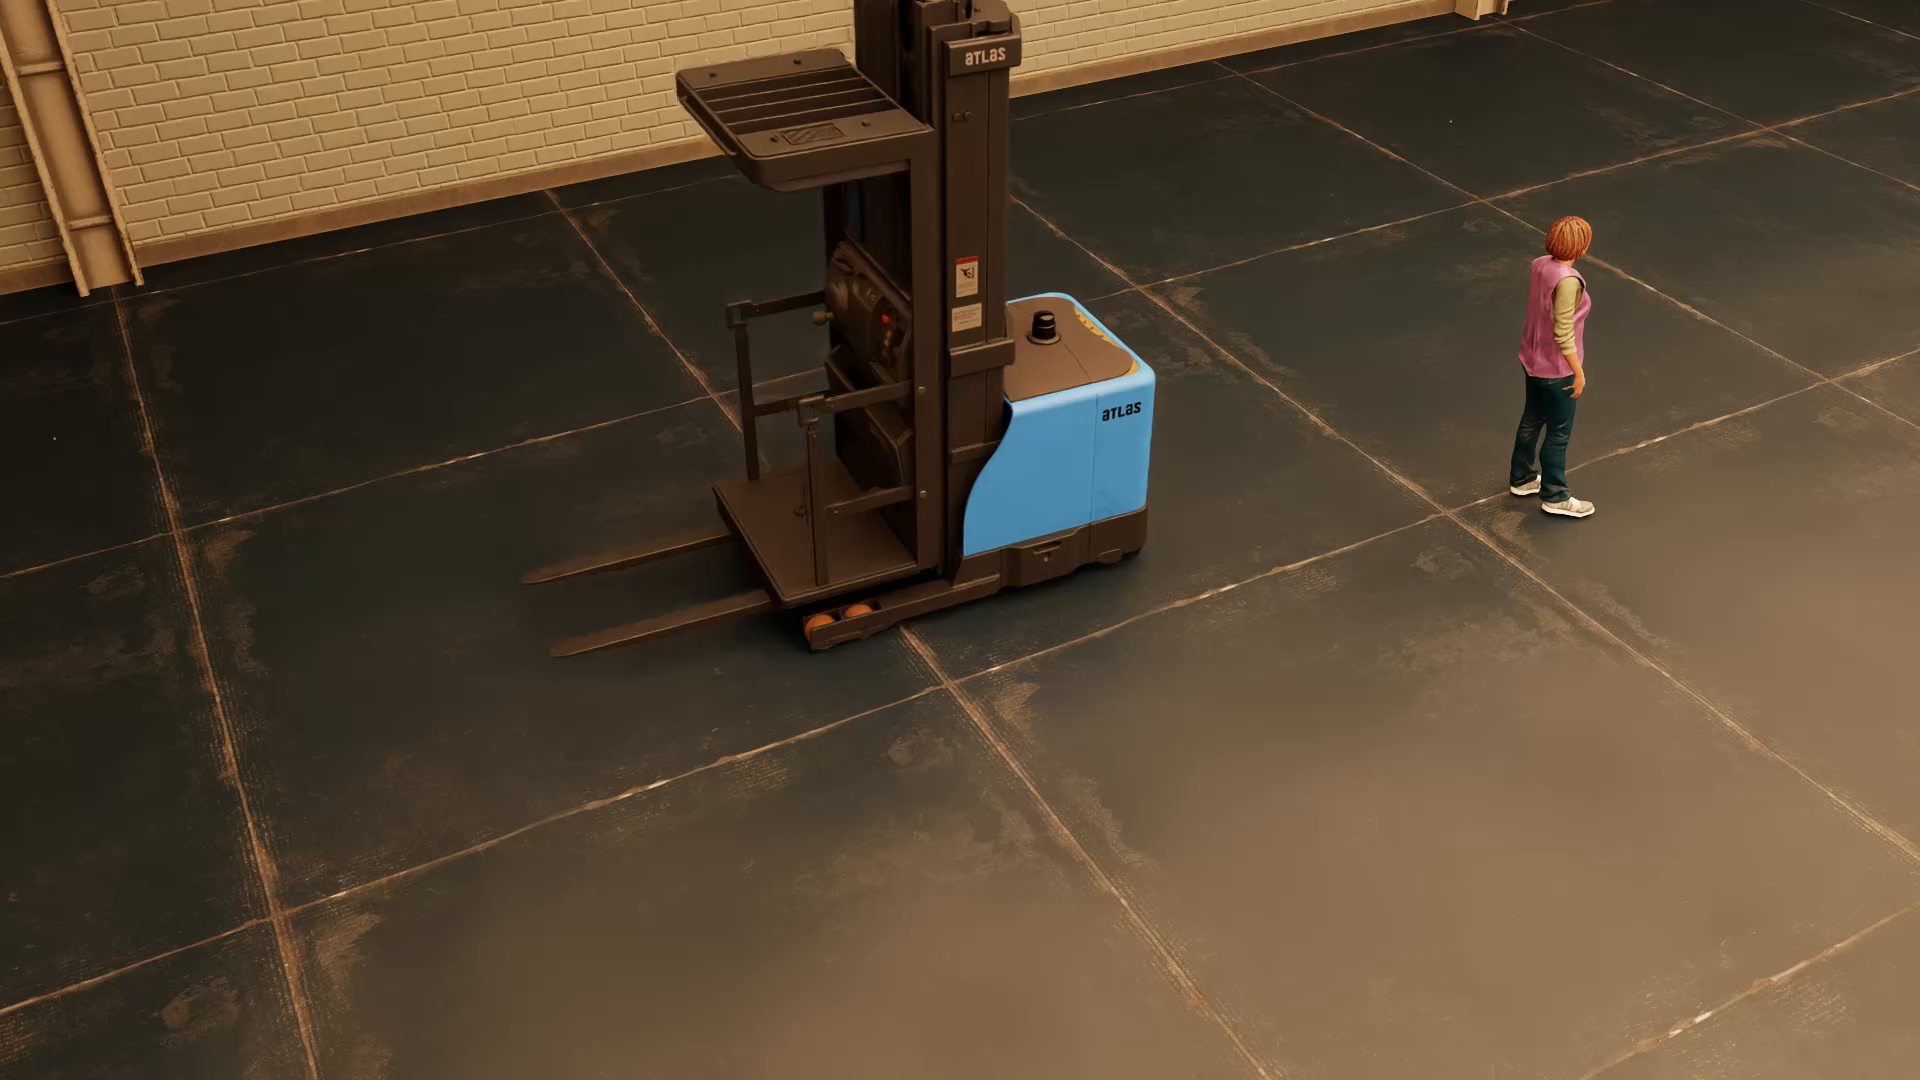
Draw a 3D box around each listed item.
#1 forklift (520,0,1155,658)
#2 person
[{"bbox_3d":[-0.608,-1.022,7.569,3.031,2.935,1.130,-15,38,-20],"label":"forklift"},{"bbox_3d":[3.109,-0.906,8.548,0.475,1.596,0.520,-4,35,-5],"label":"person"}]
